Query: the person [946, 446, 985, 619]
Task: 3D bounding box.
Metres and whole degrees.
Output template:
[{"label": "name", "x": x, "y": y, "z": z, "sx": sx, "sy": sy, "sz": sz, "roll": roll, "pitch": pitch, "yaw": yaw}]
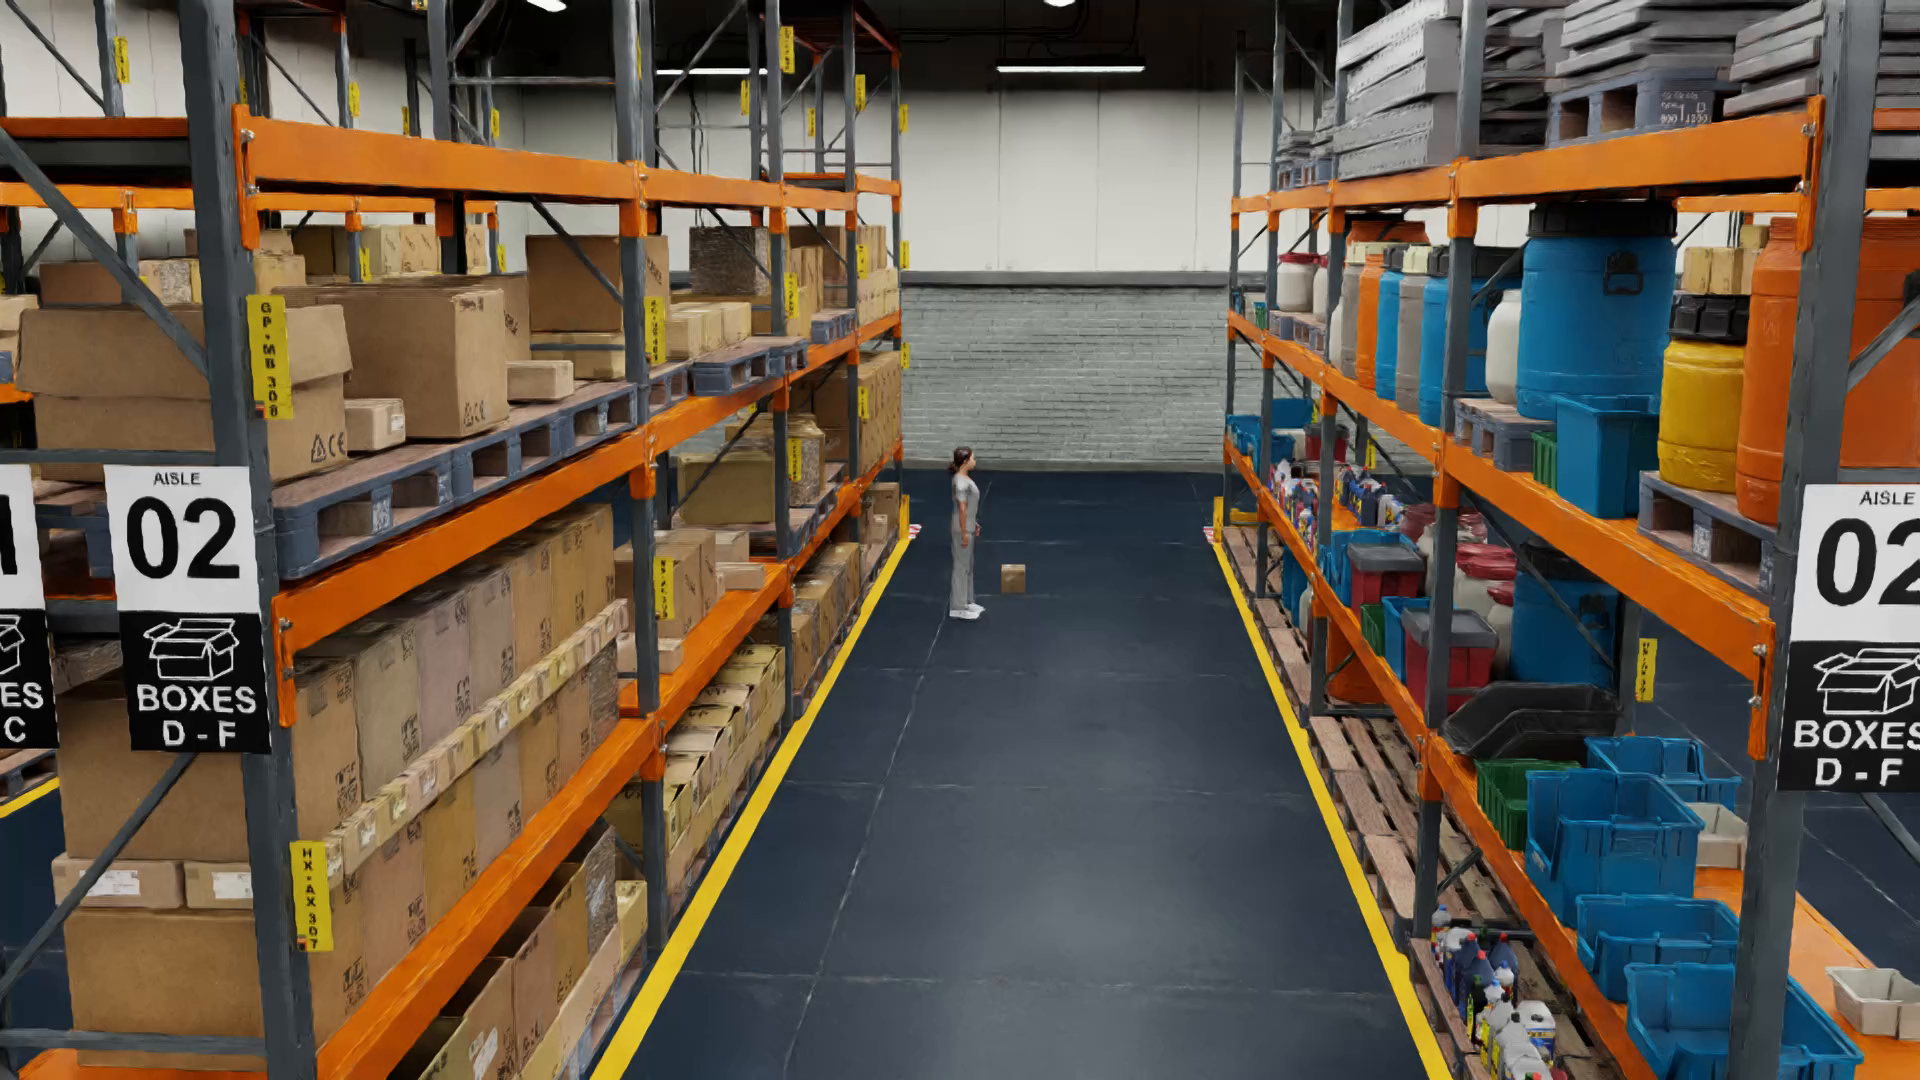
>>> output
[{"label": "person", "x": 0.066, "y": -0.071, "z": 16.295, "sx": 0.357, "sy": 1.640, "sz": 0.480, "roll": 0, "pitch": 11, "yaw": 1}]
